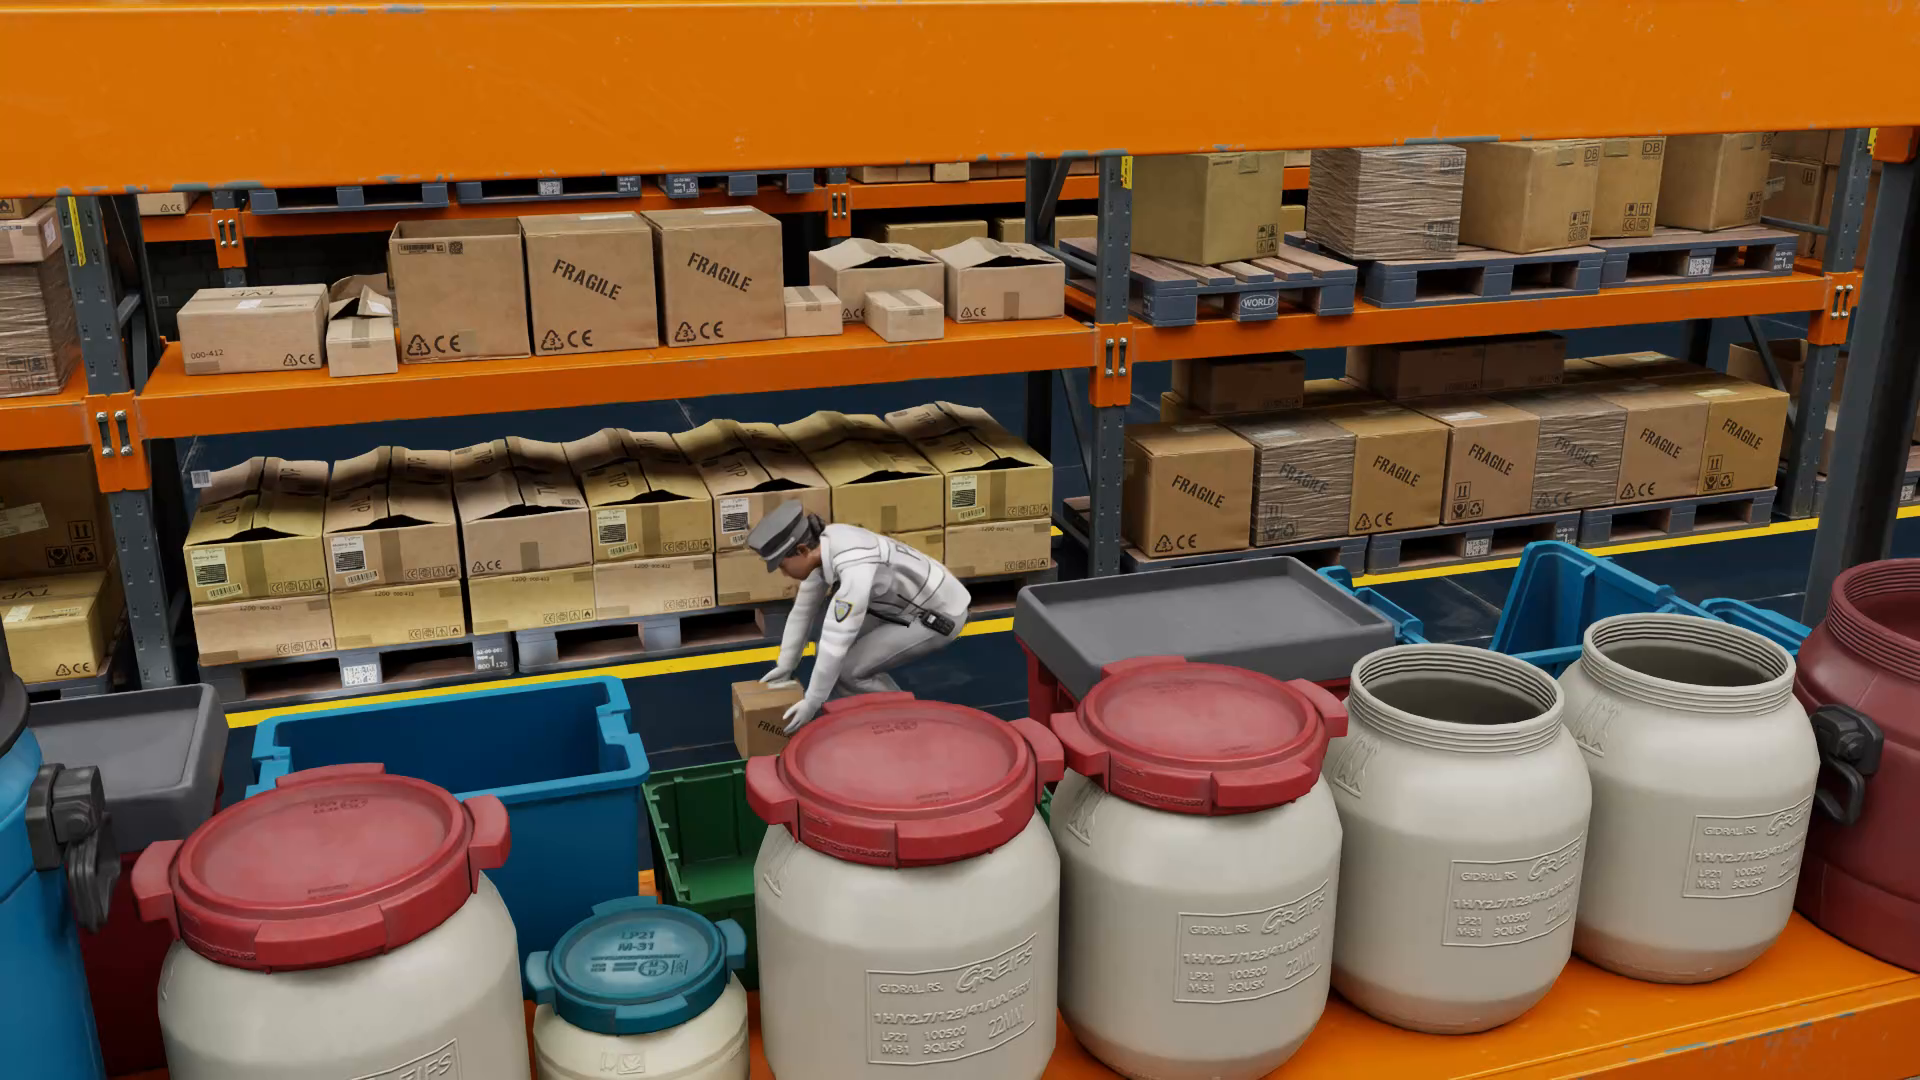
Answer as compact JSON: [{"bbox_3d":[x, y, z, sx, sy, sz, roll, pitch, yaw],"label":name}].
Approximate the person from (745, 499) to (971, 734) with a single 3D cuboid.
[{"bbox_3d":[-0.371,0.318,6.129,0.837,1.028,0.497,-6,20,-17],"label":"person"}]
